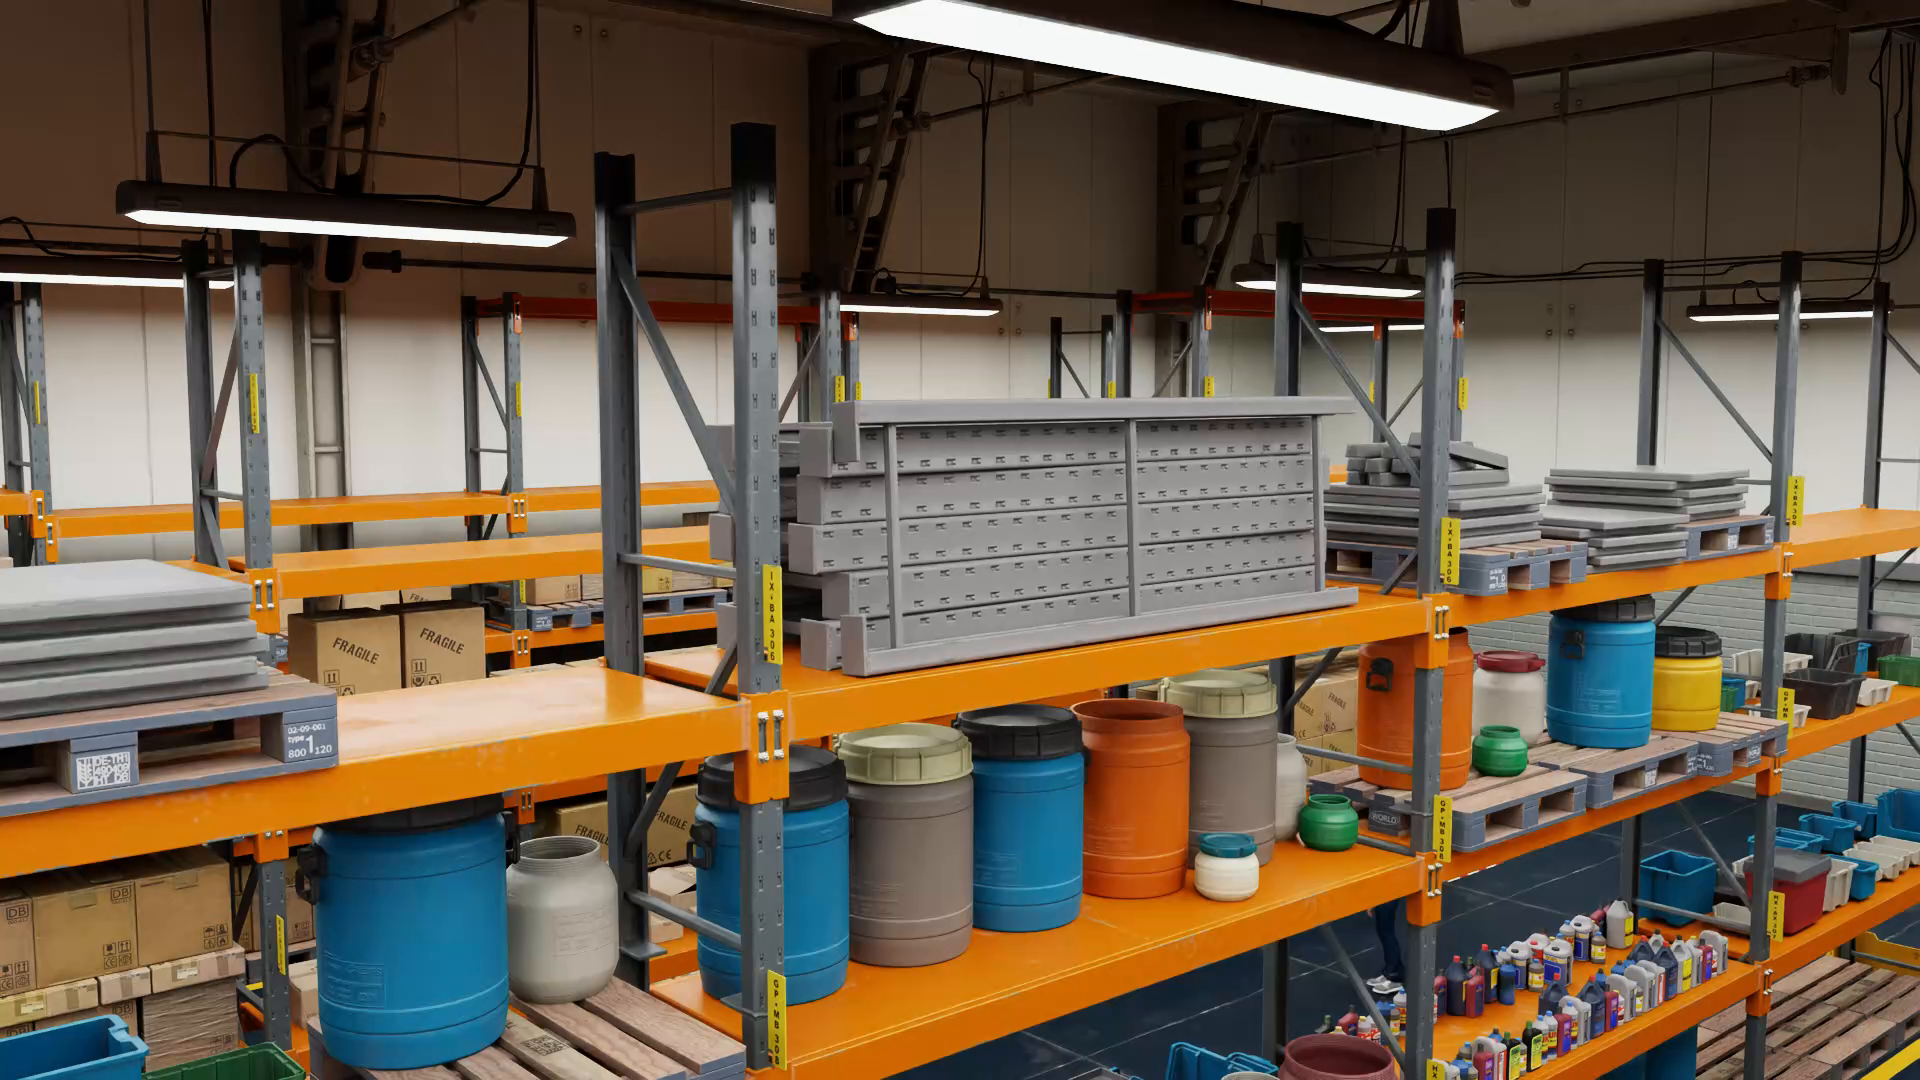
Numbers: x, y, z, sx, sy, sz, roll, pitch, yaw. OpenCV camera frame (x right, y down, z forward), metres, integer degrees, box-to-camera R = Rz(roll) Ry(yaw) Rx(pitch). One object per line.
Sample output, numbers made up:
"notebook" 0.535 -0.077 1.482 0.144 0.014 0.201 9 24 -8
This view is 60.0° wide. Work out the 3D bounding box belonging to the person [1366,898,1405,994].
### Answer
"person" 3.615 3.048 14.140 0.357 1.614 0.475 1 6 15
